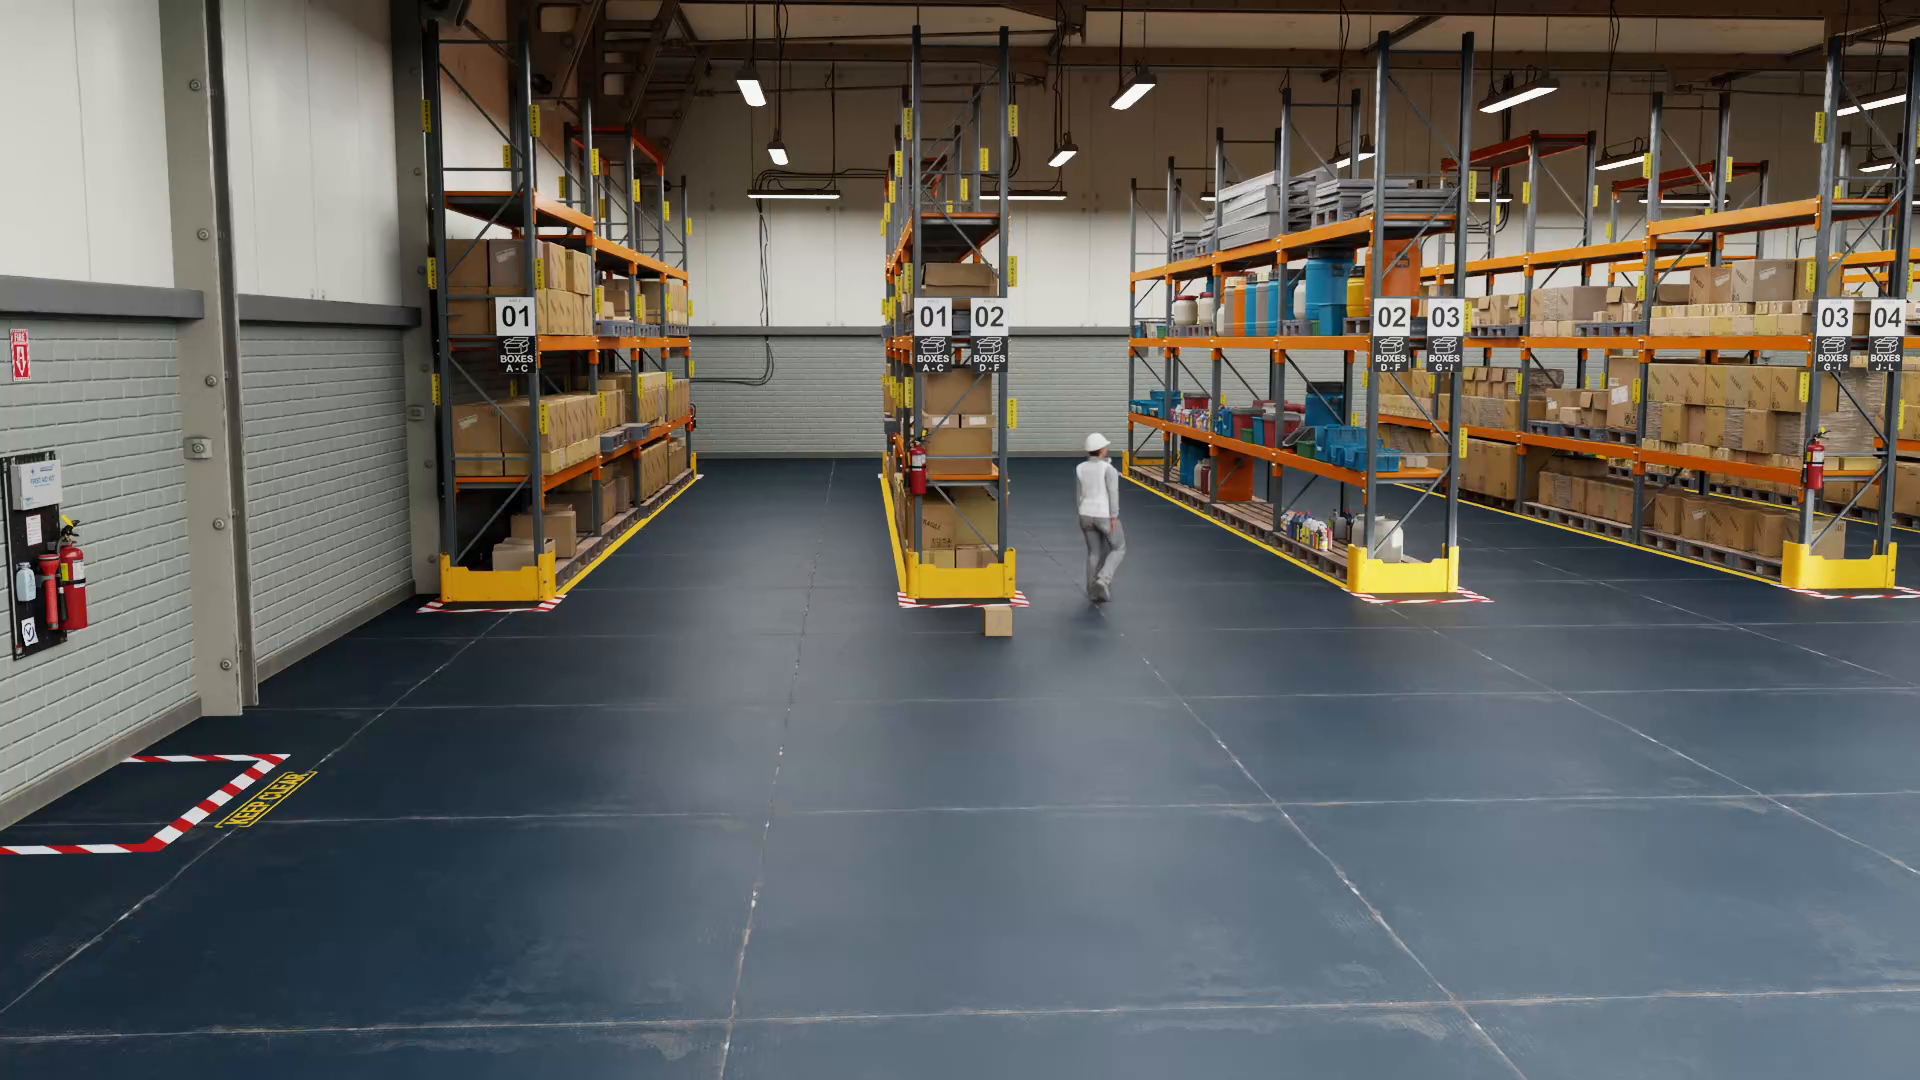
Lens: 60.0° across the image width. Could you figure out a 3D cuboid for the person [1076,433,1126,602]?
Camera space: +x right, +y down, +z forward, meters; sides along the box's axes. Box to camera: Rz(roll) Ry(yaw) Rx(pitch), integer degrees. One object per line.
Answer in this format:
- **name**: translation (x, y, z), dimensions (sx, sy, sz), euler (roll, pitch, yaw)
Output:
- **person**: translation (1.477, -0.242, 17.525), dimensions (0.536, 1.776, 0.469), euler (5, 8, 35)
